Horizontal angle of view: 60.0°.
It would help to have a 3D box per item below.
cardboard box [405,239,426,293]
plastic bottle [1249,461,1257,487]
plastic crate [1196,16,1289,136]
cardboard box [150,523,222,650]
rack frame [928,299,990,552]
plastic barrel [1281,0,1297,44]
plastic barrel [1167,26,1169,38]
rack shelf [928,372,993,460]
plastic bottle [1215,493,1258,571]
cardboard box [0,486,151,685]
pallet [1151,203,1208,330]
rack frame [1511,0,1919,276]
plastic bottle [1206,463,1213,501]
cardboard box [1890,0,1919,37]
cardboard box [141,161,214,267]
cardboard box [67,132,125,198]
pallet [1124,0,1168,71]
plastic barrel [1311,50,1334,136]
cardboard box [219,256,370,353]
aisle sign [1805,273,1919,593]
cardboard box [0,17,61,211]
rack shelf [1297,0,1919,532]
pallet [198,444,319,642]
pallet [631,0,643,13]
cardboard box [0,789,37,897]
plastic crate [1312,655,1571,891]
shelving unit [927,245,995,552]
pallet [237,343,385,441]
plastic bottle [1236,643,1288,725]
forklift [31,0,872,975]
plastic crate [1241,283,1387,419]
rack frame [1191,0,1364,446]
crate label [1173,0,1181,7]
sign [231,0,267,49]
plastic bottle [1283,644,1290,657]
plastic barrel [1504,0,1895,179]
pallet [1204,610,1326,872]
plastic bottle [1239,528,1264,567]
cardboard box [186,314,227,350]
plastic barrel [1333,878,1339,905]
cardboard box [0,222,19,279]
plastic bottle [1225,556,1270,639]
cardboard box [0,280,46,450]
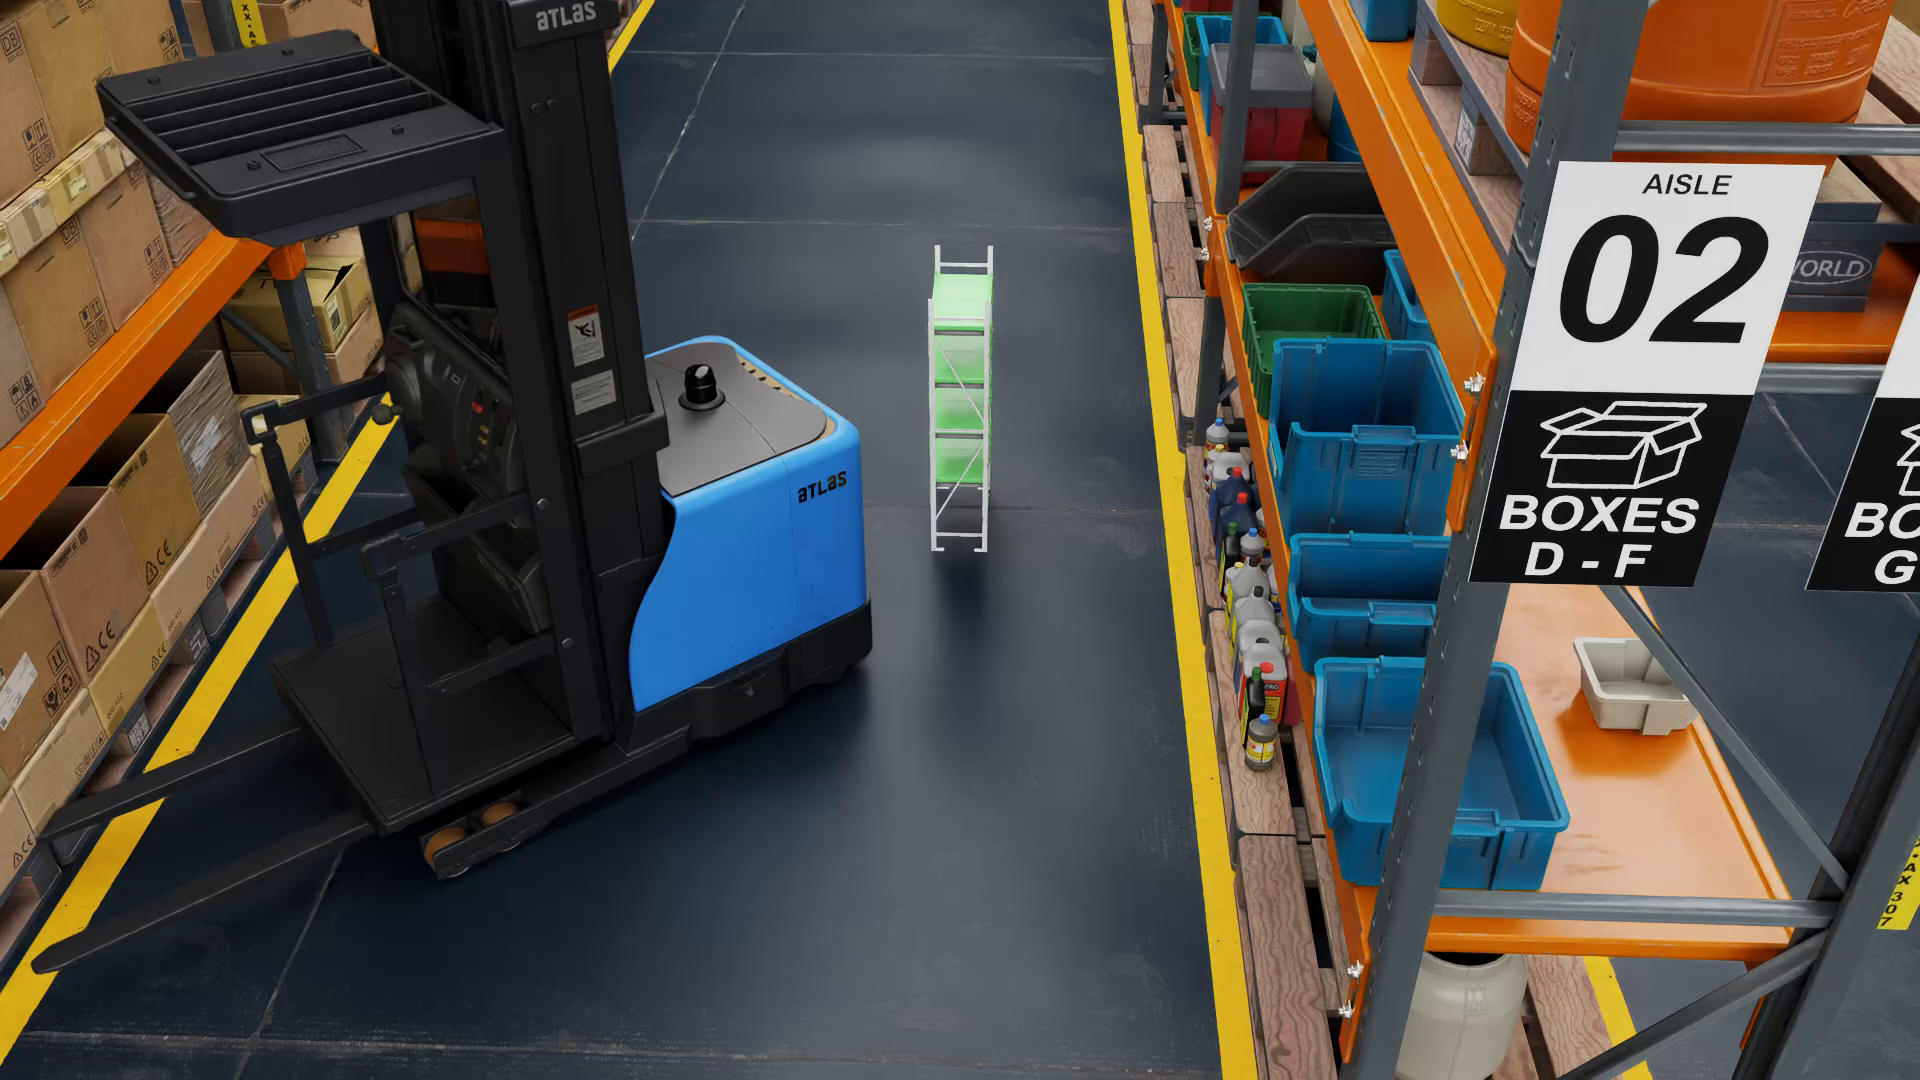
[{"bbox_3d":[-3.084,-1.493,8.792,0.500,0.250,0.500,0,35,0],"label":"cardboard box"},{"bbox_3d":[1.231,-0.220,6.934,0.061,0.283,0.133,1,35,2],"label":"plastic bottle"},{"bbox_3d":[1.295,-2.147,7.710,0.392,0.384,0.575,1,35,2],"label":"plastic crate"},{"bbox_3d":[-3.223,0.170,6.425,0.500,0.250,0.500,1,35,2],"label":"cardboard box"},{"bbox_3d":[-0.003,-0.446,6.841,0.240,1.200,0.015,1,35,2],"label":"rack frame"},{"bbox_3d":[1.866,-2.783,8.483,0.433,0.535,0.433,0,35,0],"label":"plastic barrel"},{"bbox_3d":[1.770,-3.926,11.960,0.600,0.588,0.708,1,35,2],"label":"plastic barrel"},{"bbox_3d":[0.007,-0.534,7.077,0.258,0.148,0.480,1,35,2],"label":"rack shelf"},{"bbox_3d":[1.107,-0.046,6.628,0.144,0.351,0.185,0,35,0],"label":"plastic bottle"},{"bbox_3d":[-3.242,0.151,5.801,0.500,0.500,0.500,1,35,2],"label":"cardboard box"},{"bbox_3d":[1.600,-1.526,9.238,1.003,0.211,1.213,1,35,2],"label":"pallet"},{"bbox_3d":[1.401,-1.669,1.798,1.000,3.000,0.127,1,35,2],"label":"rack frame"},{"bbox_3d":[1.102,-0.258,7.059,0.097,0.201,0.097,0,35,0],"label":"plastic bottle"},{"bbox_3d":[6.720,-3.395,10.954,1.225,0.875,0.875,0,35,0],"label":"cardboard box"},{"bbox_3d":[-3.399,-1.415,6.567,0.700,0.500,0.500,0,35,1],"label":"cardboard box"},{"bbox_3d":[-3.214,-1.331,5.884,0.380,0.149,0.250,1,35,2],"label":"cardboard box"},{"bbox_3d":[1.764,-3.823,12.506,1.003,0.211,1.213,1,35,2],"label":"pallet"},{"bbox_3d":[1.819,-2.113,7.529,0.433,0.535,0.433,0,35,0],"label":"plastic barrel"},{"bbox_3d":[-3.122,-1.137,7.797,0.500,0.311,0.500,1,35,2],"label":"cardboard box"},{"bbox_3d":[1.691,-0.230,2.707,0.394,0.787,0.004,1,35,2],"label":"aisle sign"},{"bbox_3d":[-3.439,-1.368,5.372,0.700,0.500,0.500,1,35,2],"label":"cardboard box"},{"bbox_3d":[1.481,-1.296,4.503,1.077,0.370,4.000,1,35,2],"label":"rack shelf"},{"bbox_3d":[-3.462,-0.032,7.112,1.003,0.211,1.213,1,35,2],"label":"pallet"},{"bbox_3d":[-3.061,-4.616,13.635,1.003,0.211,1.213,1,35,2],"label":"pallet"},{"bbox_3d":[-3.288,1.032,5.199,0.500,0.250,0.500,1,35,2],"label":"cardboard box"},{"bbox_3d":[1.122,0.552,3.985,0.499,0.251,0.616,1,35,2],"label":"plastic crate"},{"bbox_3d":[0.007,-0.586,7.040,0.258,1.200,0.503,1,35,2],"label":"shelving unit"},{"bbox_3d":[-3.397,-0.912,8.365,1.003,0.211,1.213,1,35,2],"label":"pallet"},{"bbox_3d":[1.074,0.511,5.901,0.152,0.276,0.135,2,35,2],"label":"plastic bottle"},{"bbox_3d":[-1.810,-0.404,5.276,3.031,2.935,1.130,-25,42,-31],"label":"forklift"},{"bbox_3d":[1.225,-0.652,5.754,0.450,0.188,0.662,1,35,2],"label":"plastic crate"},{"bbox_3d":[1.561,-1.512,6.793,1.000,3.000,0.127,1,35,2],"label":"rack frame"},{"bbox_3d":[1.412,-3.260,9.250,0.502,0.435,0.616,1,35,2],"label":"crate label"},{"bbox_3d":[-2.833,-2.004,6.670,0.100,0.325,0.005,1,35,2],"label":"sign"},{"bbox_3d":[1.205,0.454,6.047,0.097,0.201,0.097,0,35,0],"label":"plastic bottle"},{"bbox_3d":[1.293,-1.071,2.818,0.600,0.830,0.708,1,35,2],"label":"plastic barrel"},{"bbox_3d":[1.447,0.716,6.047,1.003,0.211,1.213,1,35,2],"label":"pallet"},{"bbox_3d":[1.138,0.072,6.529,0.097,0.271,0.097,0,35,0],"label":"plastic bottle"},{"bbox_3d":[-3.658,-1.145,7.808,0.500,0.311,0.500,1,35,2],"label":"cardboard box"},{"bbox_3d":[1.371,0.964,5.068,0.421,0.512,0.421,0,35,0],"label":"plastic barrel"},{"bbox_3d":[-3.245,-0.892,5.259,0.380,0.149,0.250,2,35,3],"label":"cardboard box"},{"bbox_3d":[1.090,0.198,6.280,0.144,0.351,0.185,1,35,2],"label":"plastic bottle"},{"bbox_3d":[-3.457,-0.529,5.307,0.700,0.500,0.500,2,35,3],"label":"cardboard box"}]
